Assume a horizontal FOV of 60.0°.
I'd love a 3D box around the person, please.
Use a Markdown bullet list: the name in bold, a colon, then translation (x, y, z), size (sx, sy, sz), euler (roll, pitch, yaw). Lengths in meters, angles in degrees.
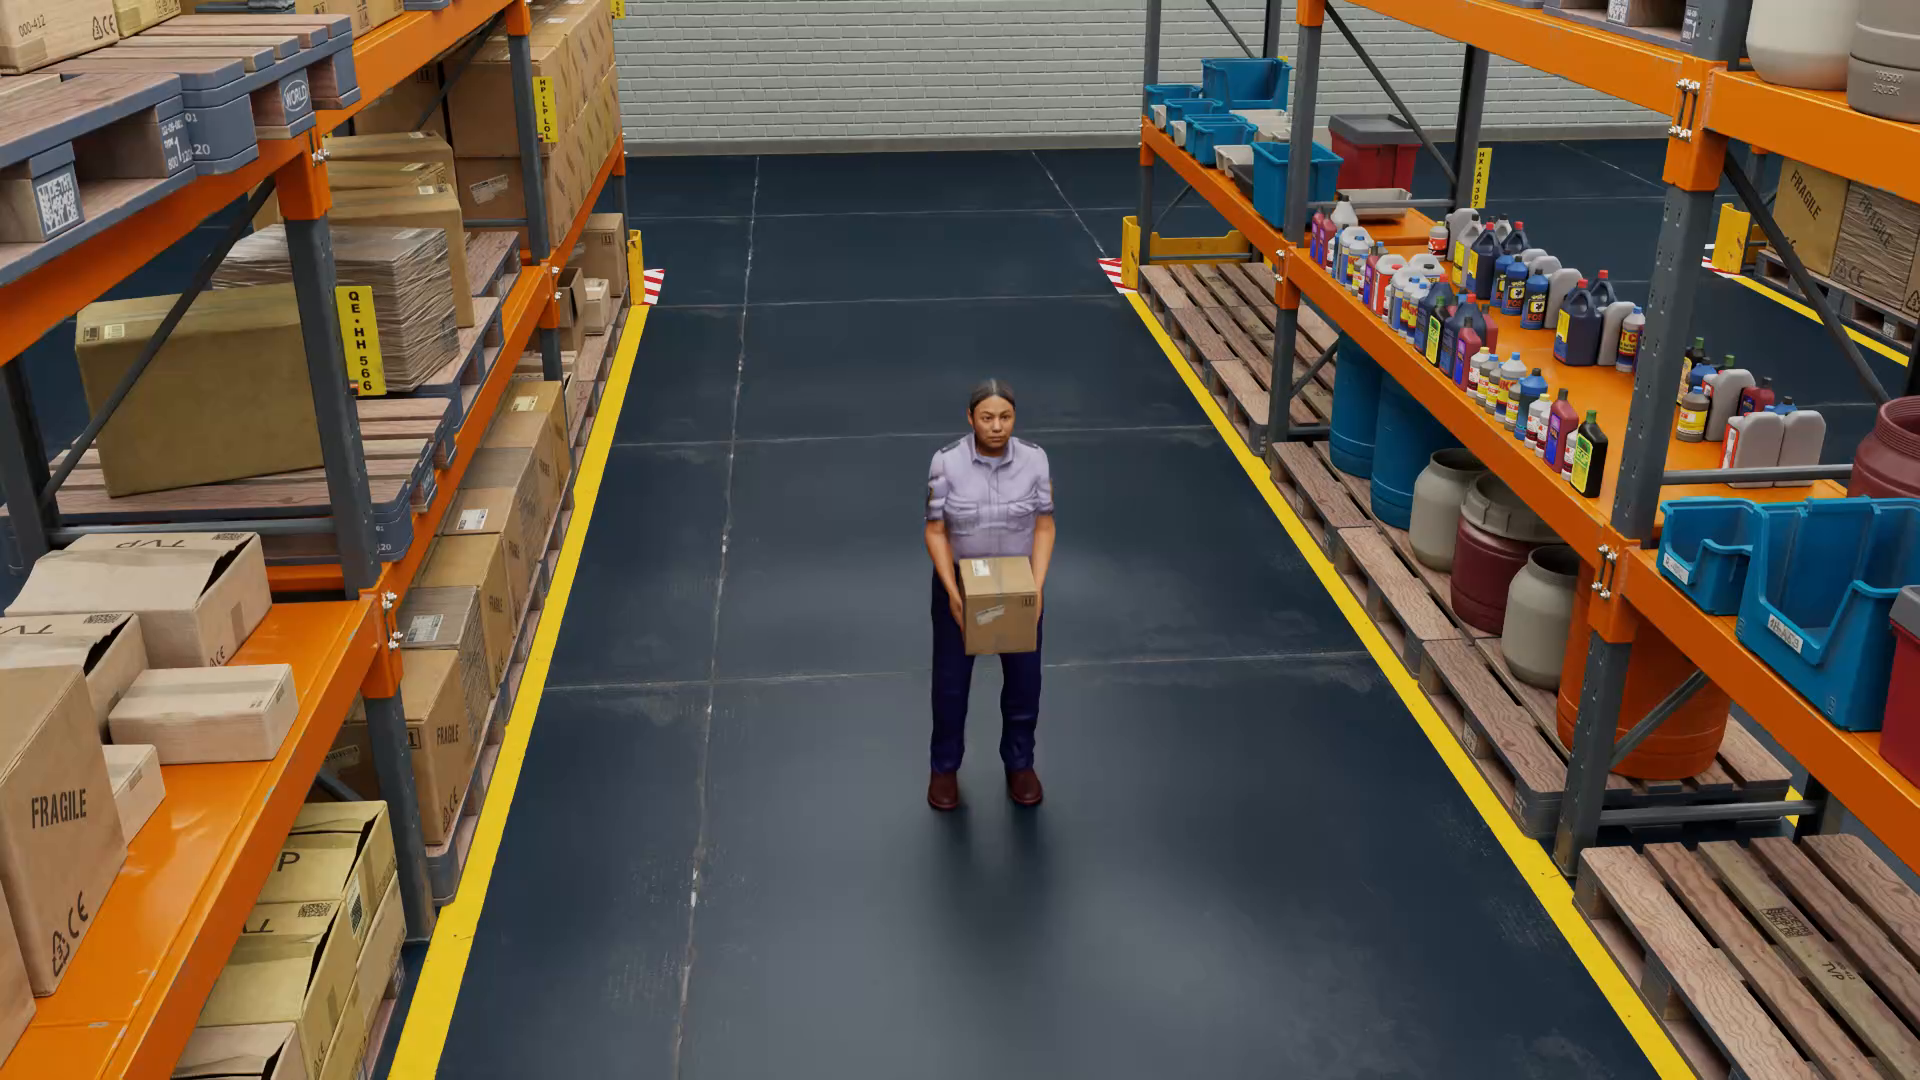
- **person**: translation (0.114, 0.220, 6.111), size (0.487, 1.654, 0.476), euler (-2, 24, -6)
